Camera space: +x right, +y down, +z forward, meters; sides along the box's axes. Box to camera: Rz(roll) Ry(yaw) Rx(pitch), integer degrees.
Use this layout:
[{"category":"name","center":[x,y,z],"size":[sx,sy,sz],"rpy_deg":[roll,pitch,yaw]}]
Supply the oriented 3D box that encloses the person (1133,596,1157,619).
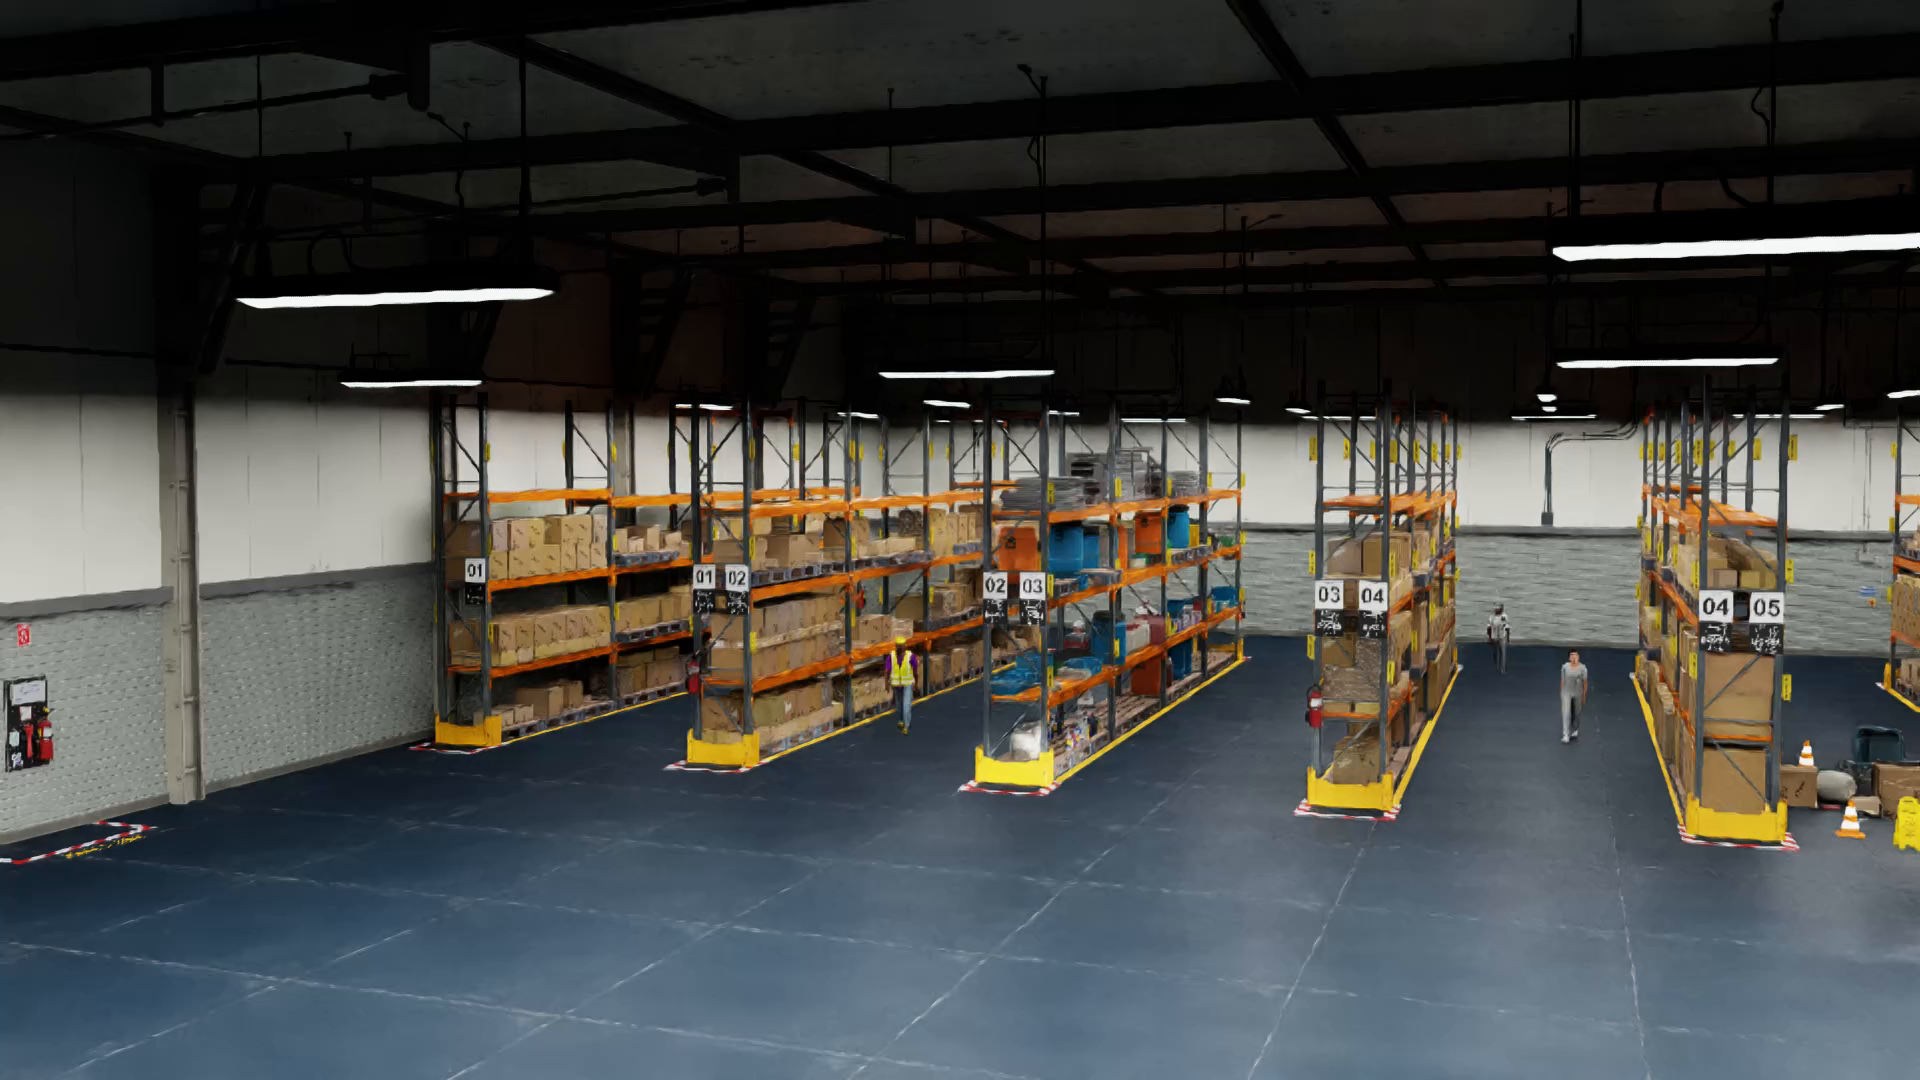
[{"category":"person","center":[4.378,2.119,39.209],"size":[0.625,1.611,0.582],"rpy_deg":[1,3,18]}]

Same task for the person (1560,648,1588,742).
[{"category":"person","center":[10.607,2.655,28.736],"size":[0.446,1.589,1.095],"rpy_deg":[1,3,18]}]

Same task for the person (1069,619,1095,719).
[{"category":"person","center":[2.191,2.318,29.840],"size":[0.497,1.793,0.620],"rpy_deg":[1,3,11]}]

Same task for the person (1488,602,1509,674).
[{"category":"person","center":[12.172,2.189,37.597],"size":[0.456,1.589,1.088],"rpy_deg":[1,3,22]}]

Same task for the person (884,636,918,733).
[{"category":"person","center":[-1.057,2.560,29.659],"size":[0.569,1.708,1.033],"rpy_deg":[1,3,12]}]
